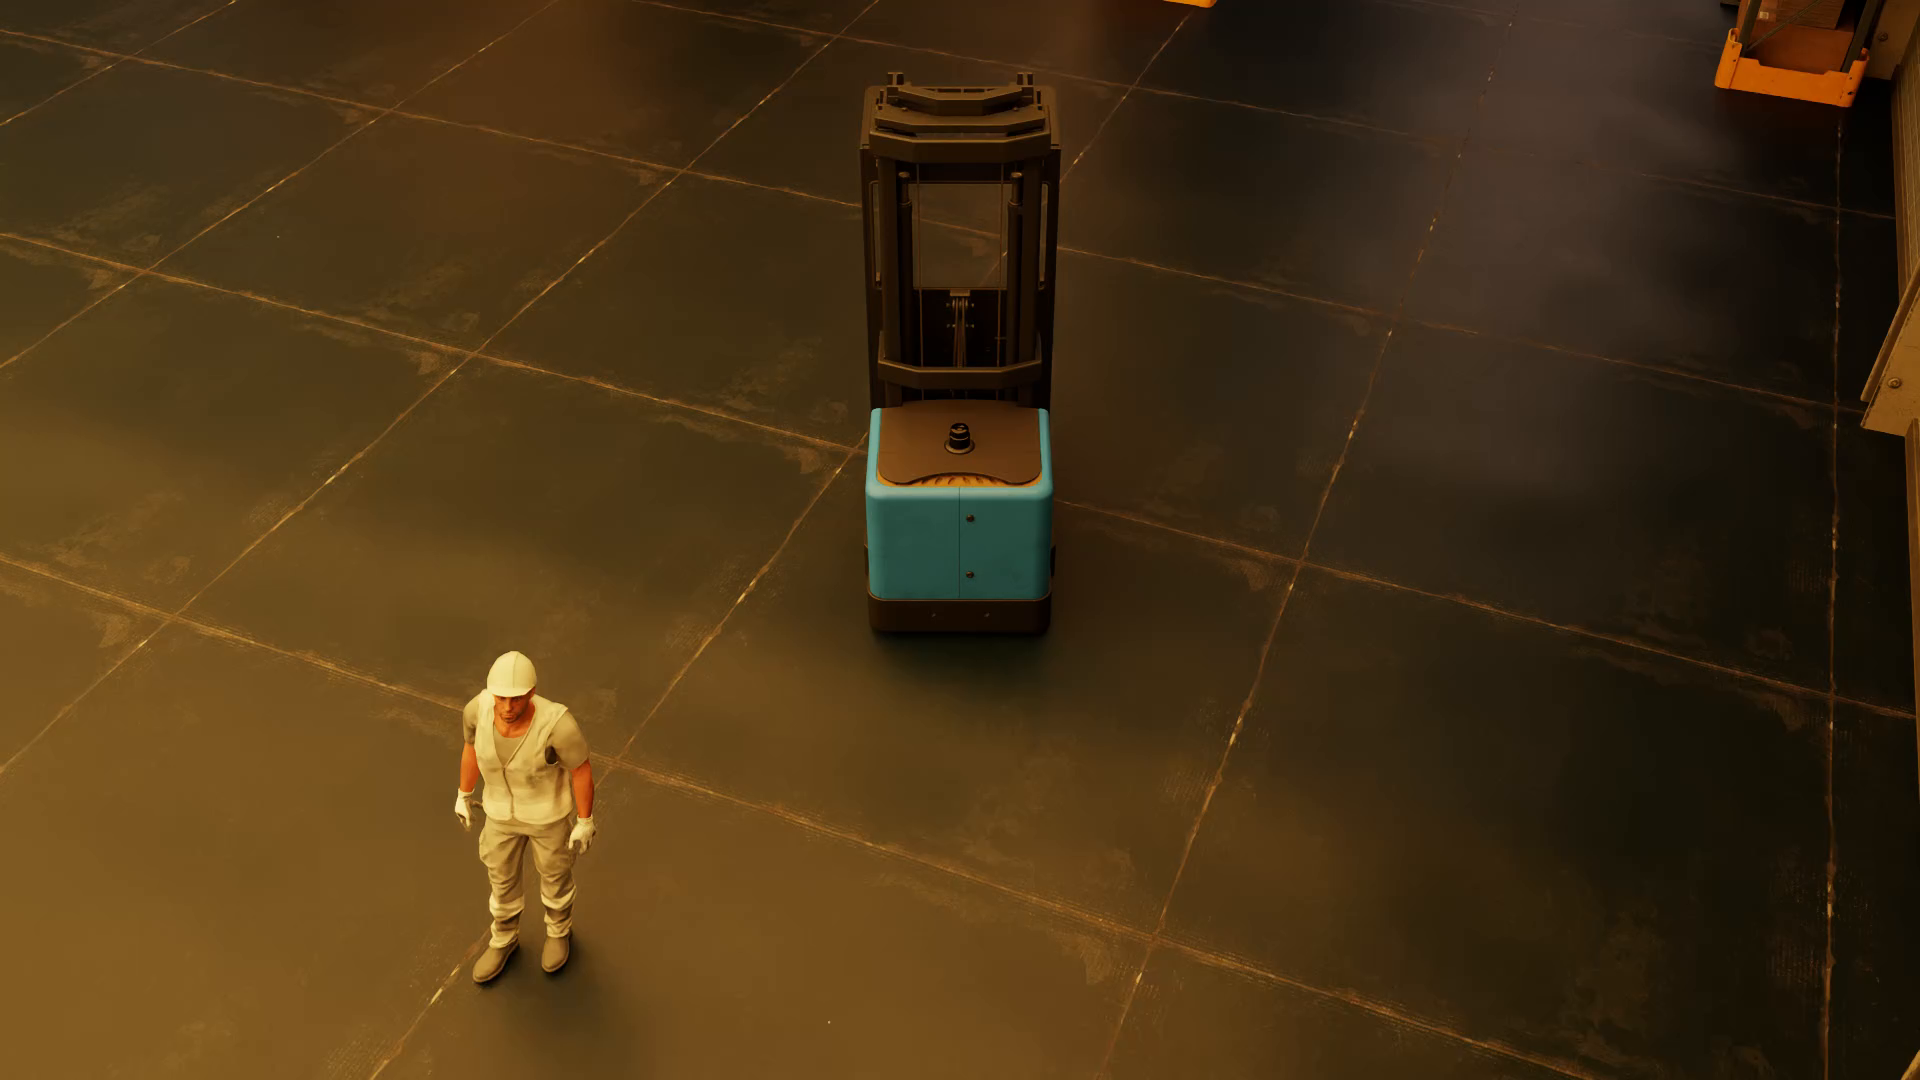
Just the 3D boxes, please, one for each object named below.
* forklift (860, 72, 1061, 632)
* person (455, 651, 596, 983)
[{"bbox_3d":[0.002,-1.515,9.816,1.130,2.935,3.031,0,40,0],"label":"forklift"},{"bbox_3d":[-1.950,1.256,7.384,0.637,1.786,0.565,7,40,8],"label":"person"}]
